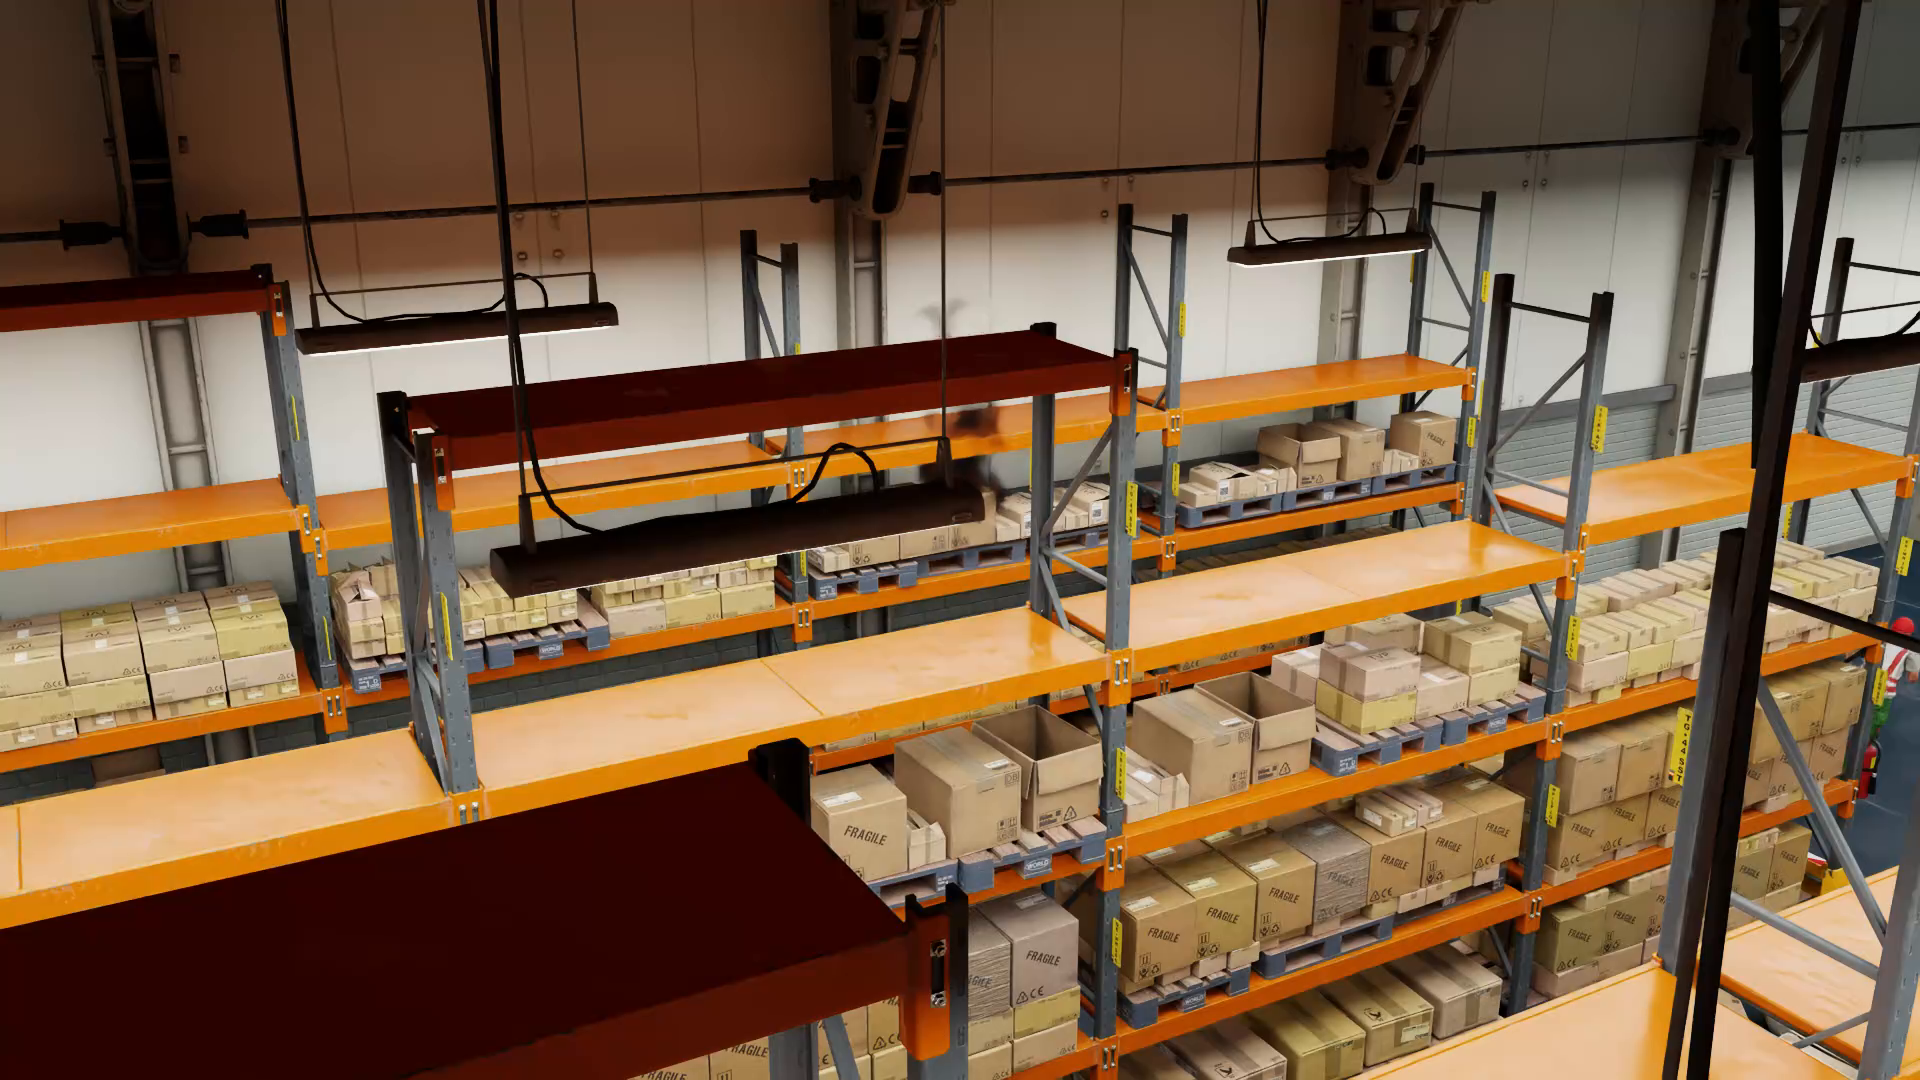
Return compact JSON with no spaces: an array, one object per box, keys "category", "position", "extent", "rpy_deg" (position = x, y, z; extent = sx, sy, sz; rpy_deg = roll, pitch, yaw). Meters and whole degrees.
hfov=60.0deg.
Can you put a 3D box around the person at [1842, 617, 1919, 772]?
[{"category":"person","position":[9.757,1.693,17.785],"extent":[1.016,1.713,0.707],"rpy_deg":[-12,22,-33]}]
